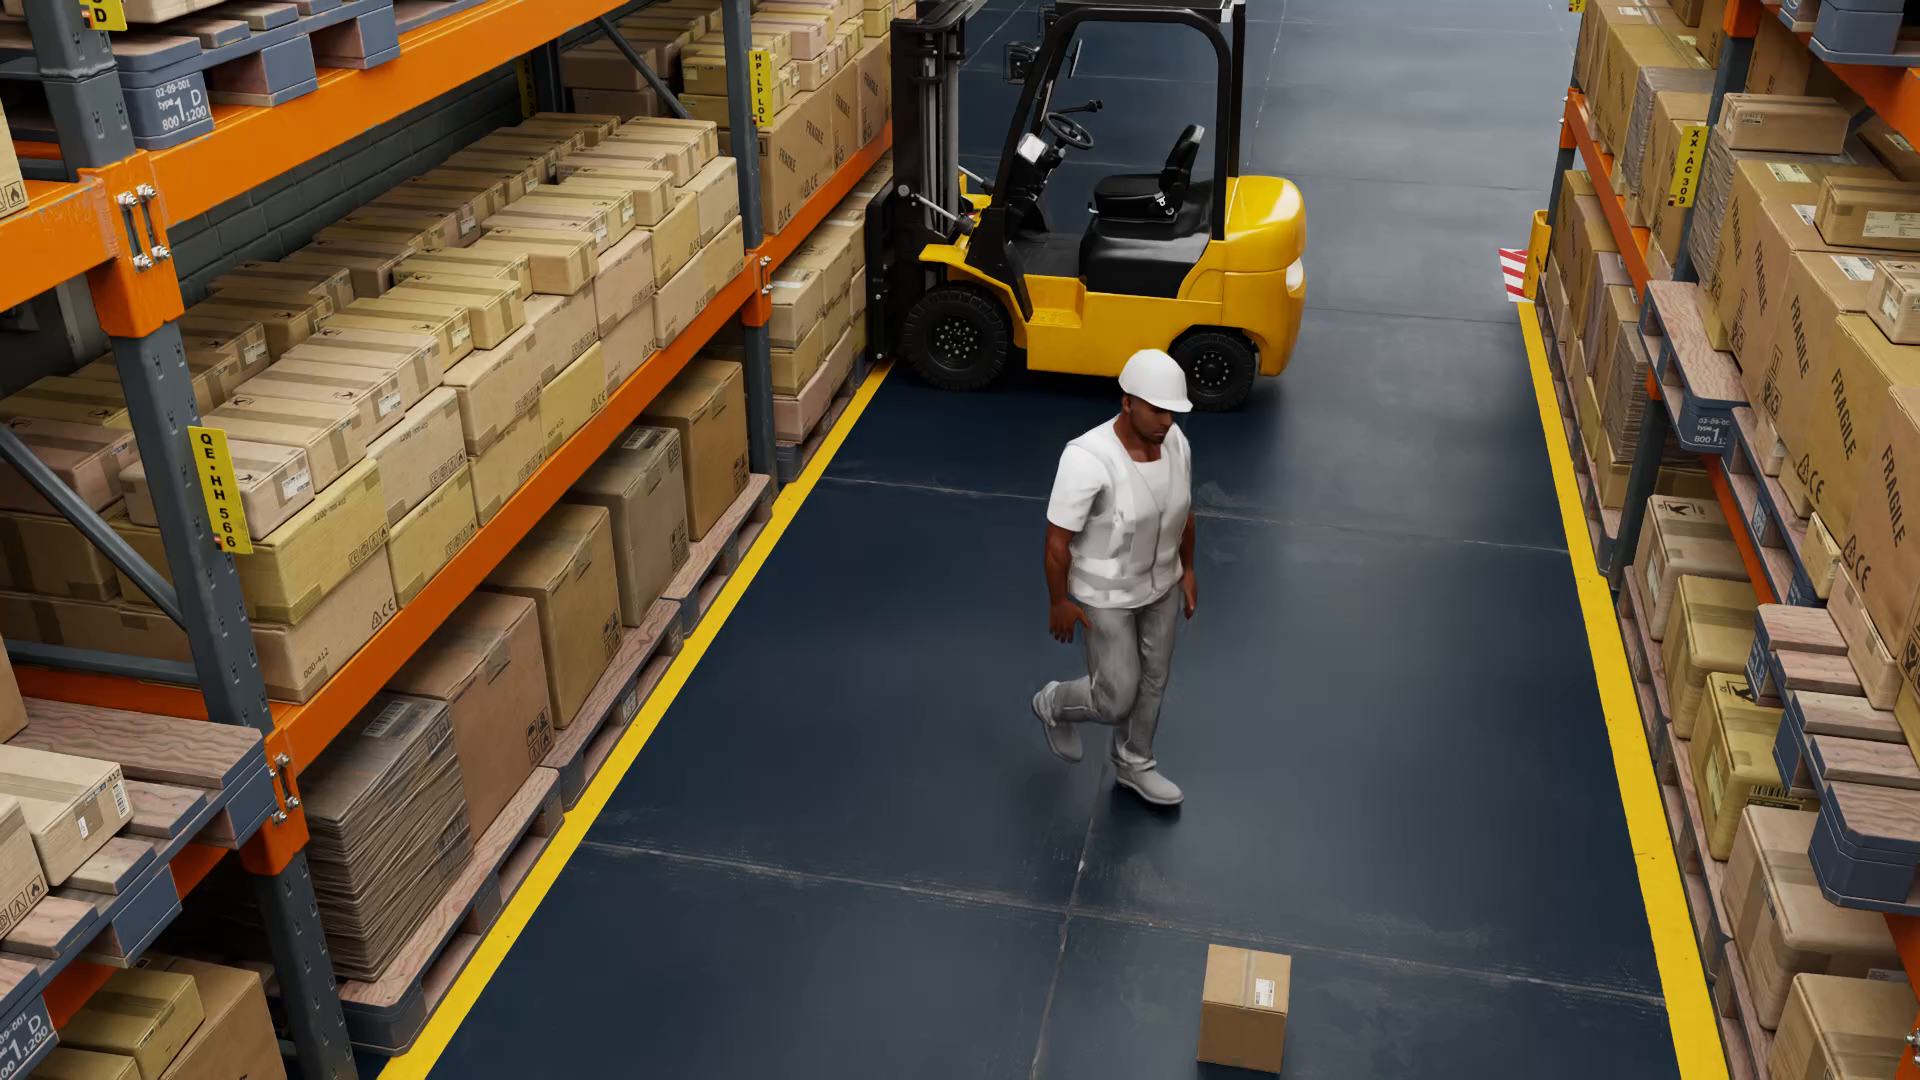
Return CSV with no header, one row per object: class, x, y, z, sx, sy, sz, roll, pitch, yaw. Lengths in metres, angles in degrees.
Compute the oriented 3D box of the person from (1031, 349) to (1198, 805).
person,0.536,0.140,5.812,0.629,1.761,0.604,-20,34,-32
